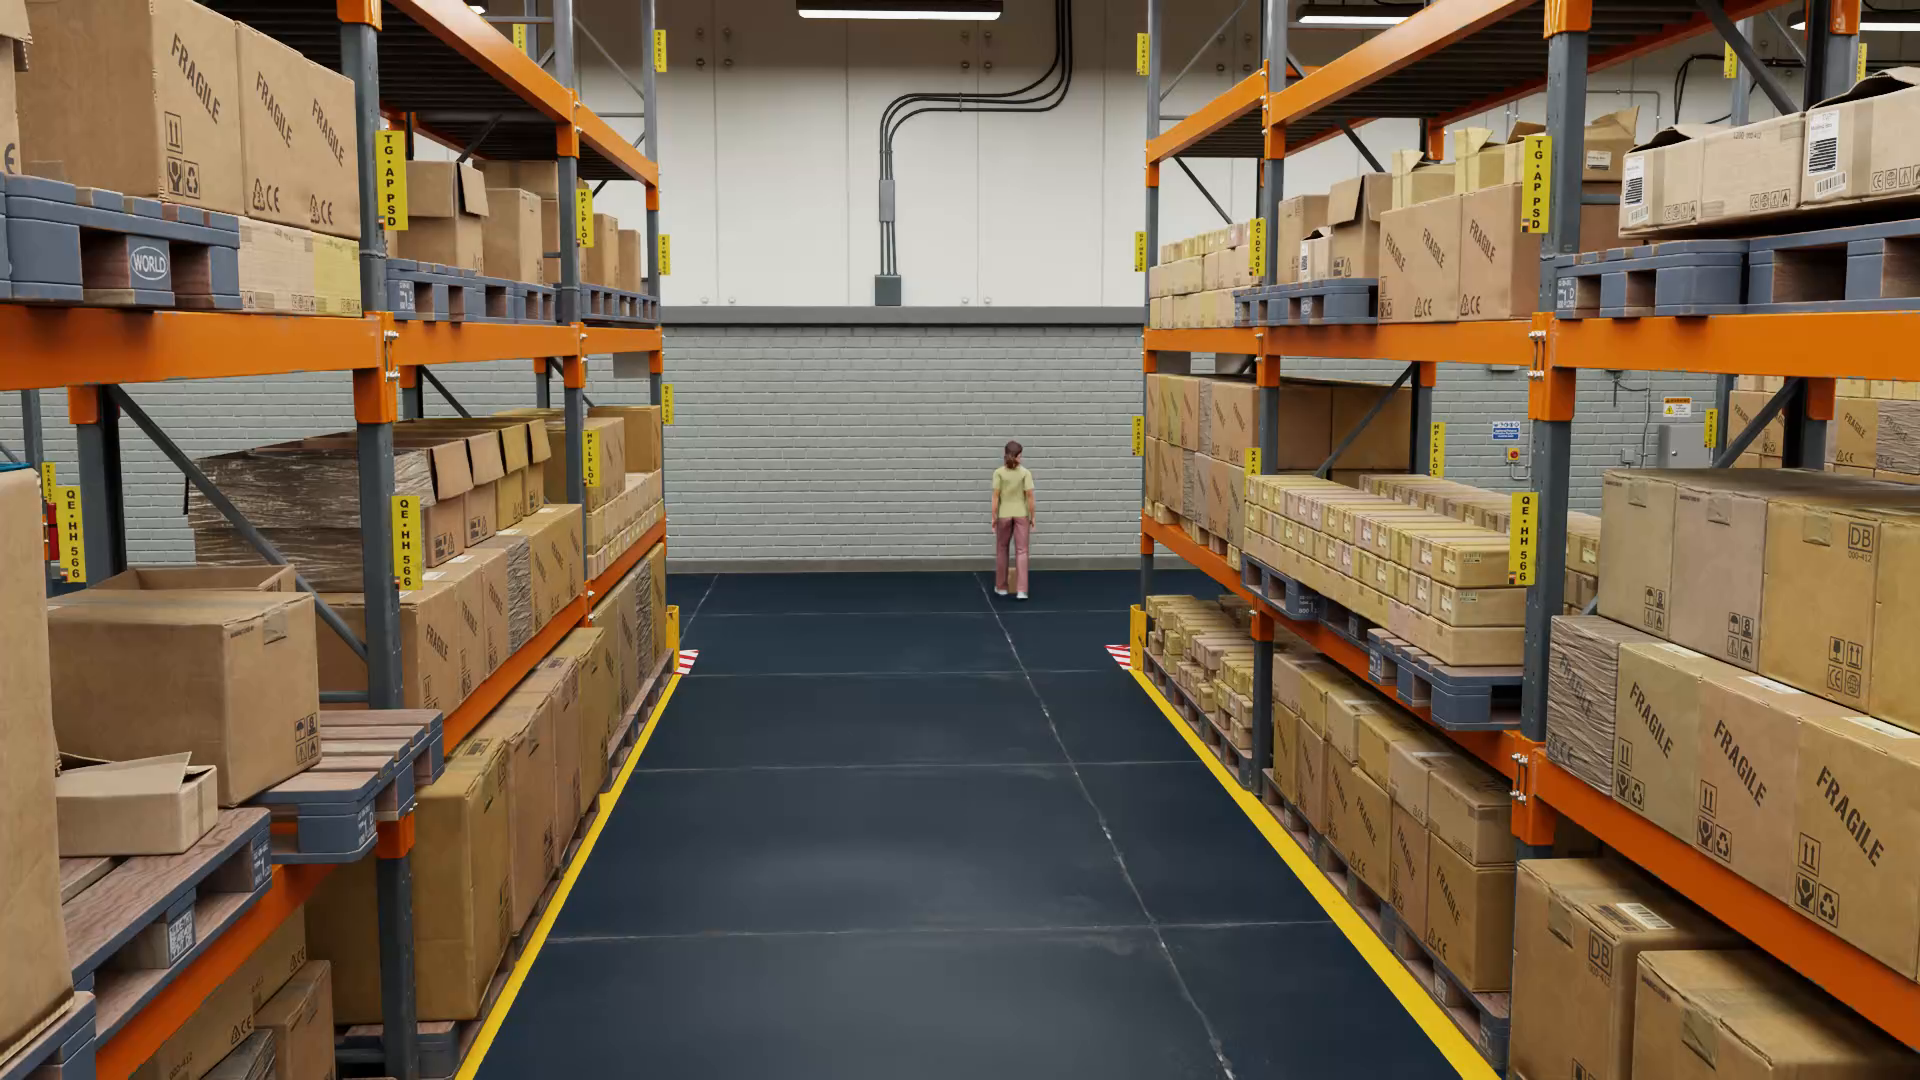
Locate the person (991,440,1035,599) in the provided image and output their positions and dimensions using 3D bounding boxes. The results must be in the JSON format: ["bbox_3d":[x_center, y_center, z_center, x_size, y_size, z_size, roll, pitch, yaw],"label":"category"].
[{"bbox_3d":[0.563,-0.223,17.548,0.464,1.663,0.706,0,7,3],"label":"person"}]
